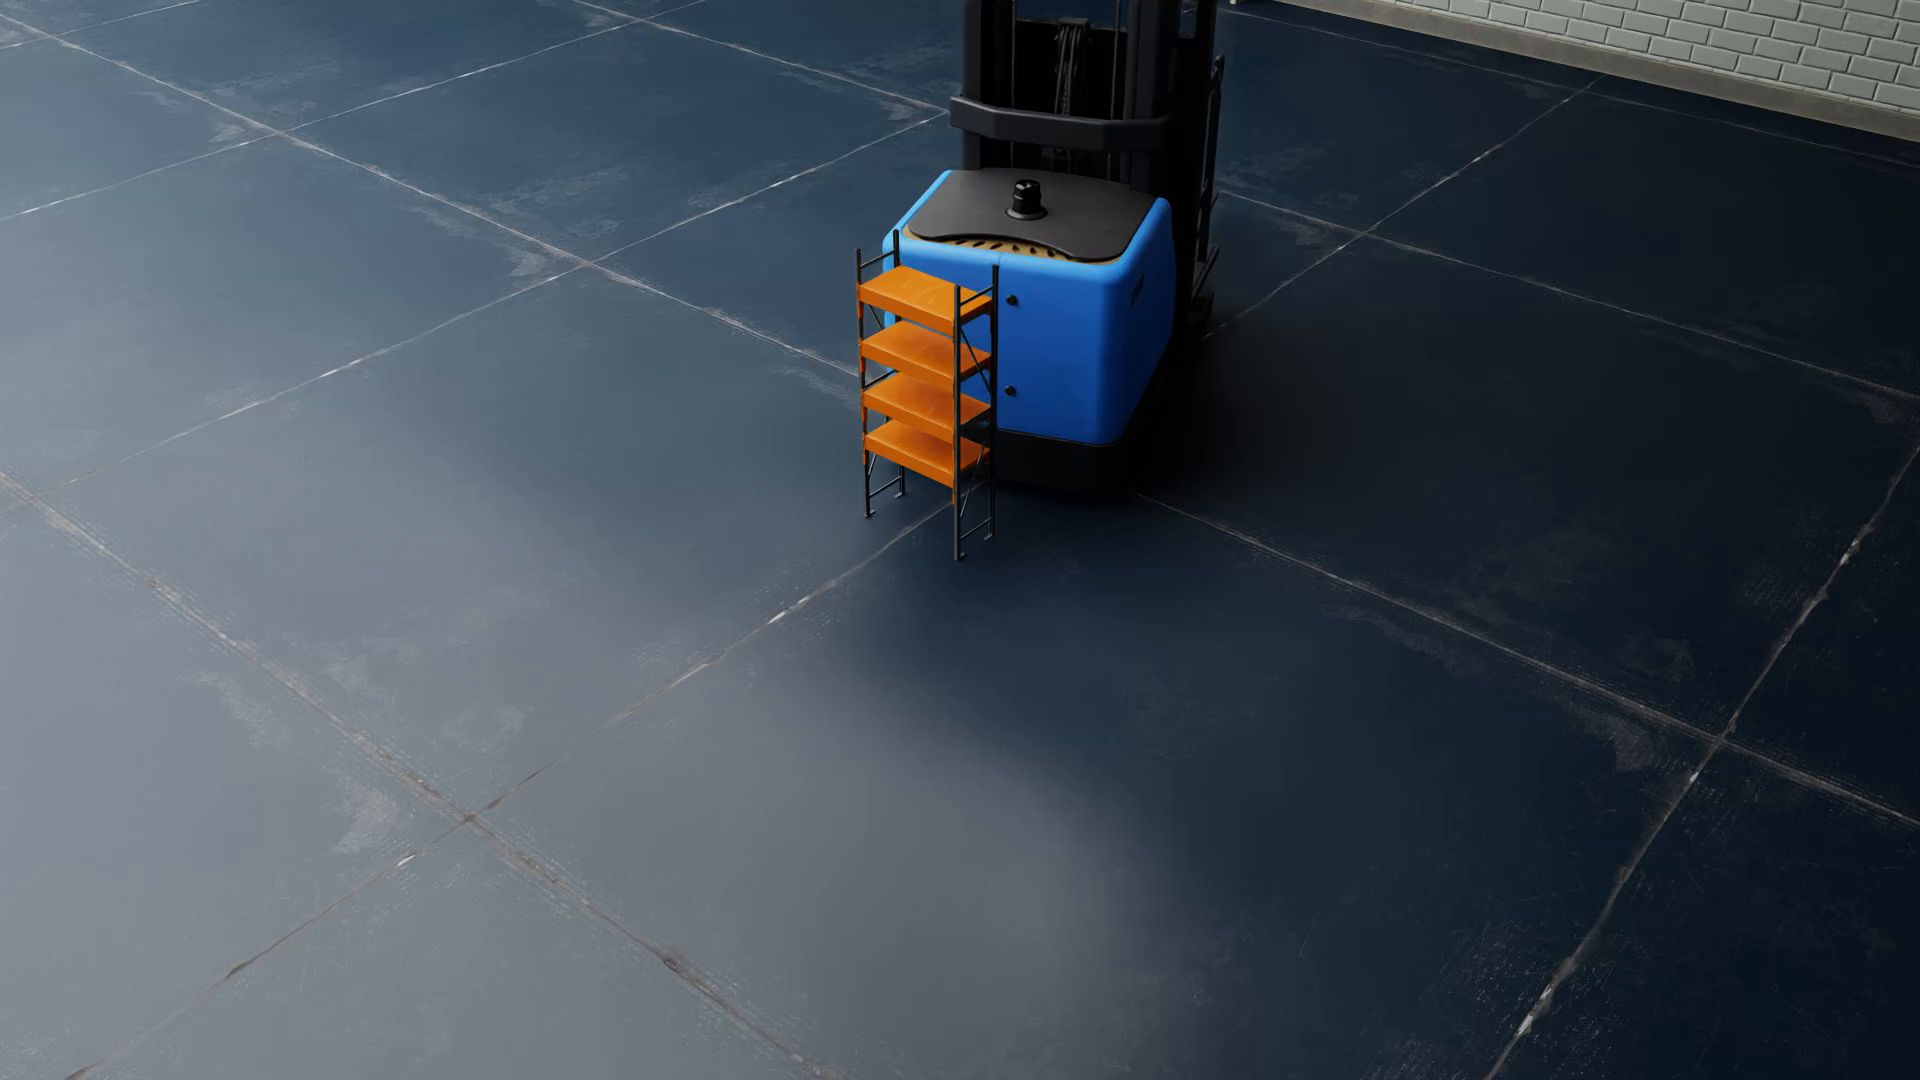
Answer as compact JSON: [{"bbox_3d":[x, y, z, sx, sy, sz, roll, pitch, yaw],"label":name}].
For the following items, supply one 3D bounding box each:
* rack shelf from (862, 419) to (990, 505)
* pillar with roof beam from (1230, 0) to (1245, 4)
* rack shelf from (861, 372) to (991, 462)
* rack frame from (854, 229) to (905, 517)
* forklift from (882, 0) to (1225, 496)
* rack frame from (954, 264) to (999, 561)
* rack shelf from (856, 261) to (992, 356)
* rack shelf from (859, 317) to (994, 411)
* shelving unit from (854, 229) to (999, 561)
[{"bbox_3d":[-0.127,-0.335,6.648,0.480,0.148,0.258,25,42,32],"label":"rack shelf"},{"bbox_3d":[-0.699,-6.069,7.639,0.400,9.000,9.100,25,42,32],"label":"pillar with roof beam"},{"bbox_3d":[-0.127,-0.499,6.536,0.480,0.148,0.258,25,42,32],"label":"rack shelf"},{"bbox_3d":[-0.315,-0.643,6.626,0.015,1.200,0.240,25,42,32],"label":"rack frame"},{"bbox_3d":[0.625,-2.222,7.397,1.130,2.935,3.031,11,36,15],"label":"forklift"},{"bbox_3d":[0.060,-0.466,6.369,0.015,1.200,0.240,25,42,32],"label":"rack frame"},{"bbox_3d":[-0.127,-0.878,6.275,0.480,0.148,0.258,25,42,32],"label":"rack shelf"},{"bbox_3d":[-0.127,-0.683,6.409,0.480,0.148,0.258,25,42,32],"label":"rack shelf"},{"bbox_3d":[-0.127,-0.555,6.498,0.503,1.200,0.258,25,42,32],"label":"shelving unit"}]
